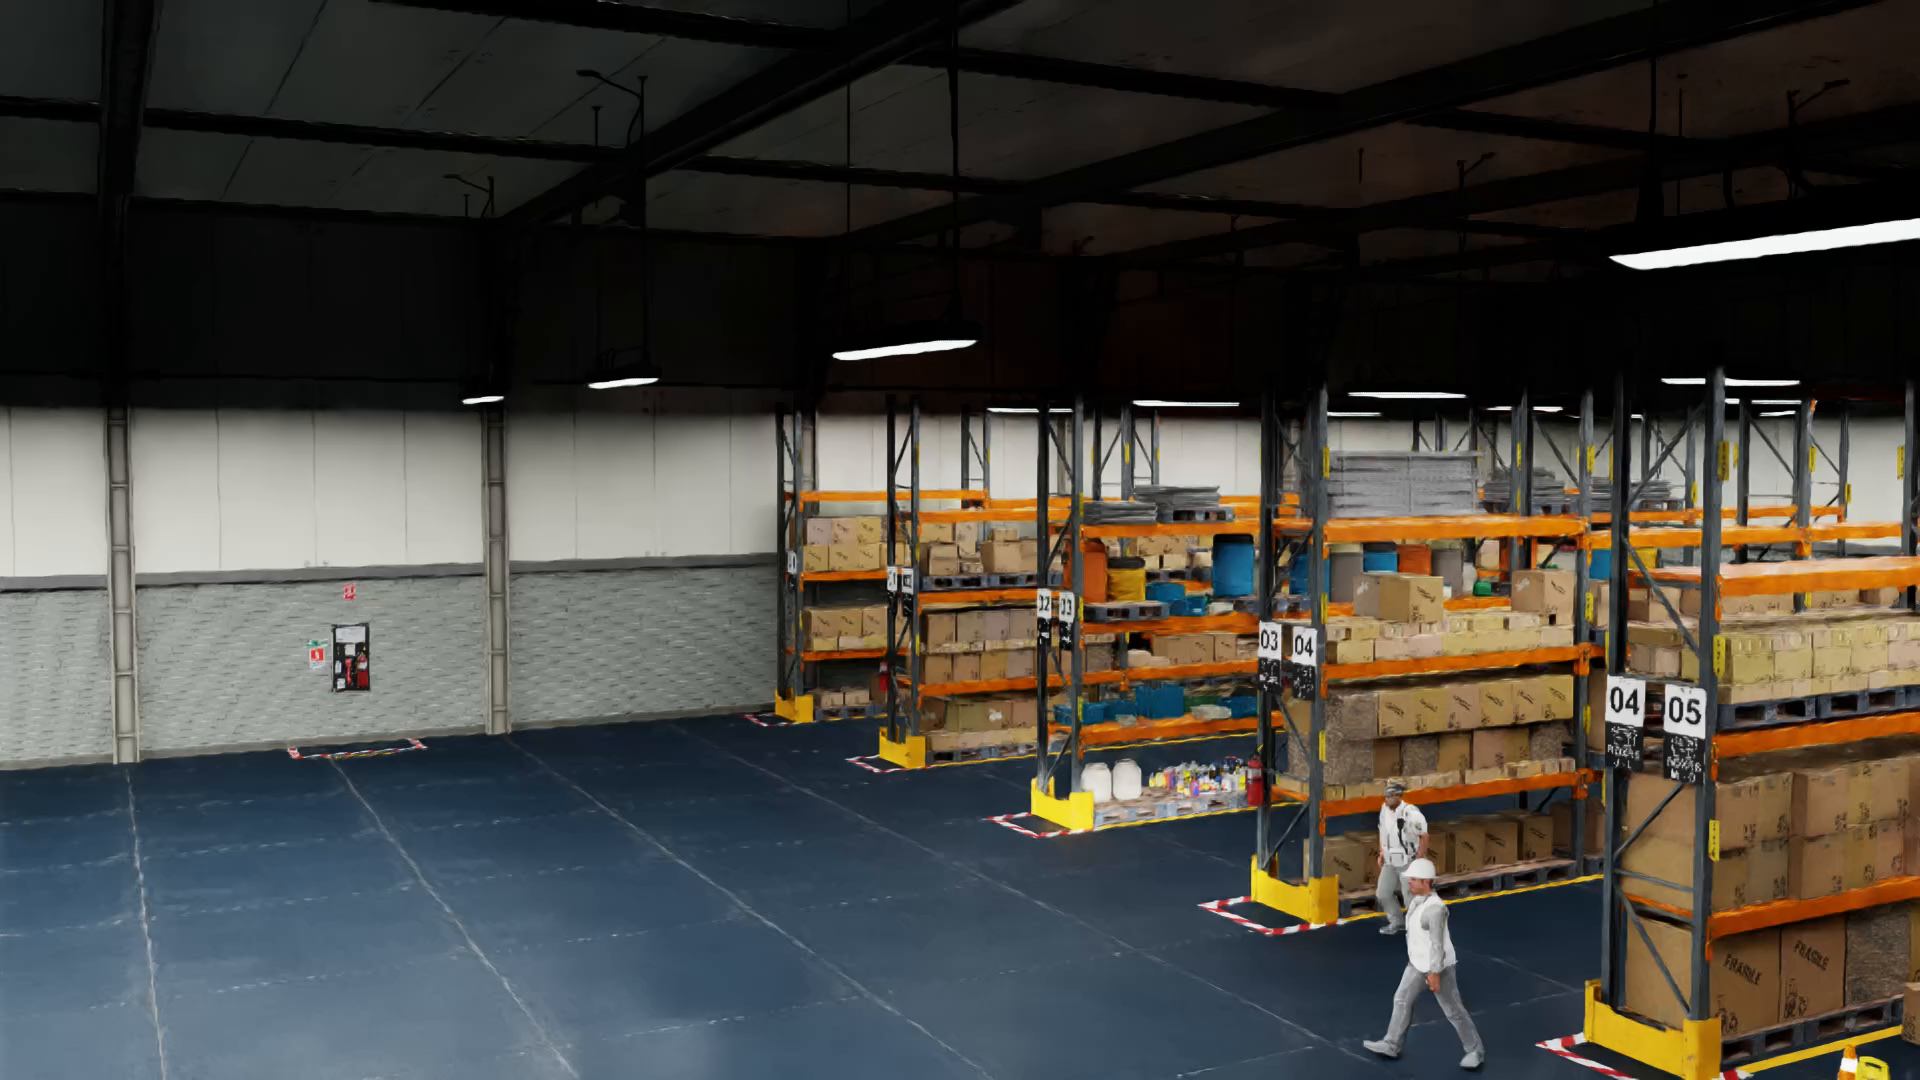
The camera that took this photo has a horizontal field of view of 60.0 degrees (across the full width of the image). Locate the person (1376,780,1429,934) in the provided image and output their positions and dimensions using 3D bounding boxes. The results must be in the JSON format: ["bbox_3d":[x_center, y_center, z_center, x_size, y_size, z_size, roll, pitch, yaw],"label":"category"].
[{"bbox_3d":[4.616,3.331,17.343,0.538,1.710,0.683,-2,4,-31],"label":"person"}]

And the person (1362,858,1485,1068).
[{"bbox_3d":[3.898,3.518,13.876,0.951,1.732,0.579,0,3,-4],"label":"person"}]

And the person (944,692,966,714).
[{"bbox_3d":[-0.098,2.640,29.436,0.549,1.735,0.702,-2,4,-29],"label":"person"}]
